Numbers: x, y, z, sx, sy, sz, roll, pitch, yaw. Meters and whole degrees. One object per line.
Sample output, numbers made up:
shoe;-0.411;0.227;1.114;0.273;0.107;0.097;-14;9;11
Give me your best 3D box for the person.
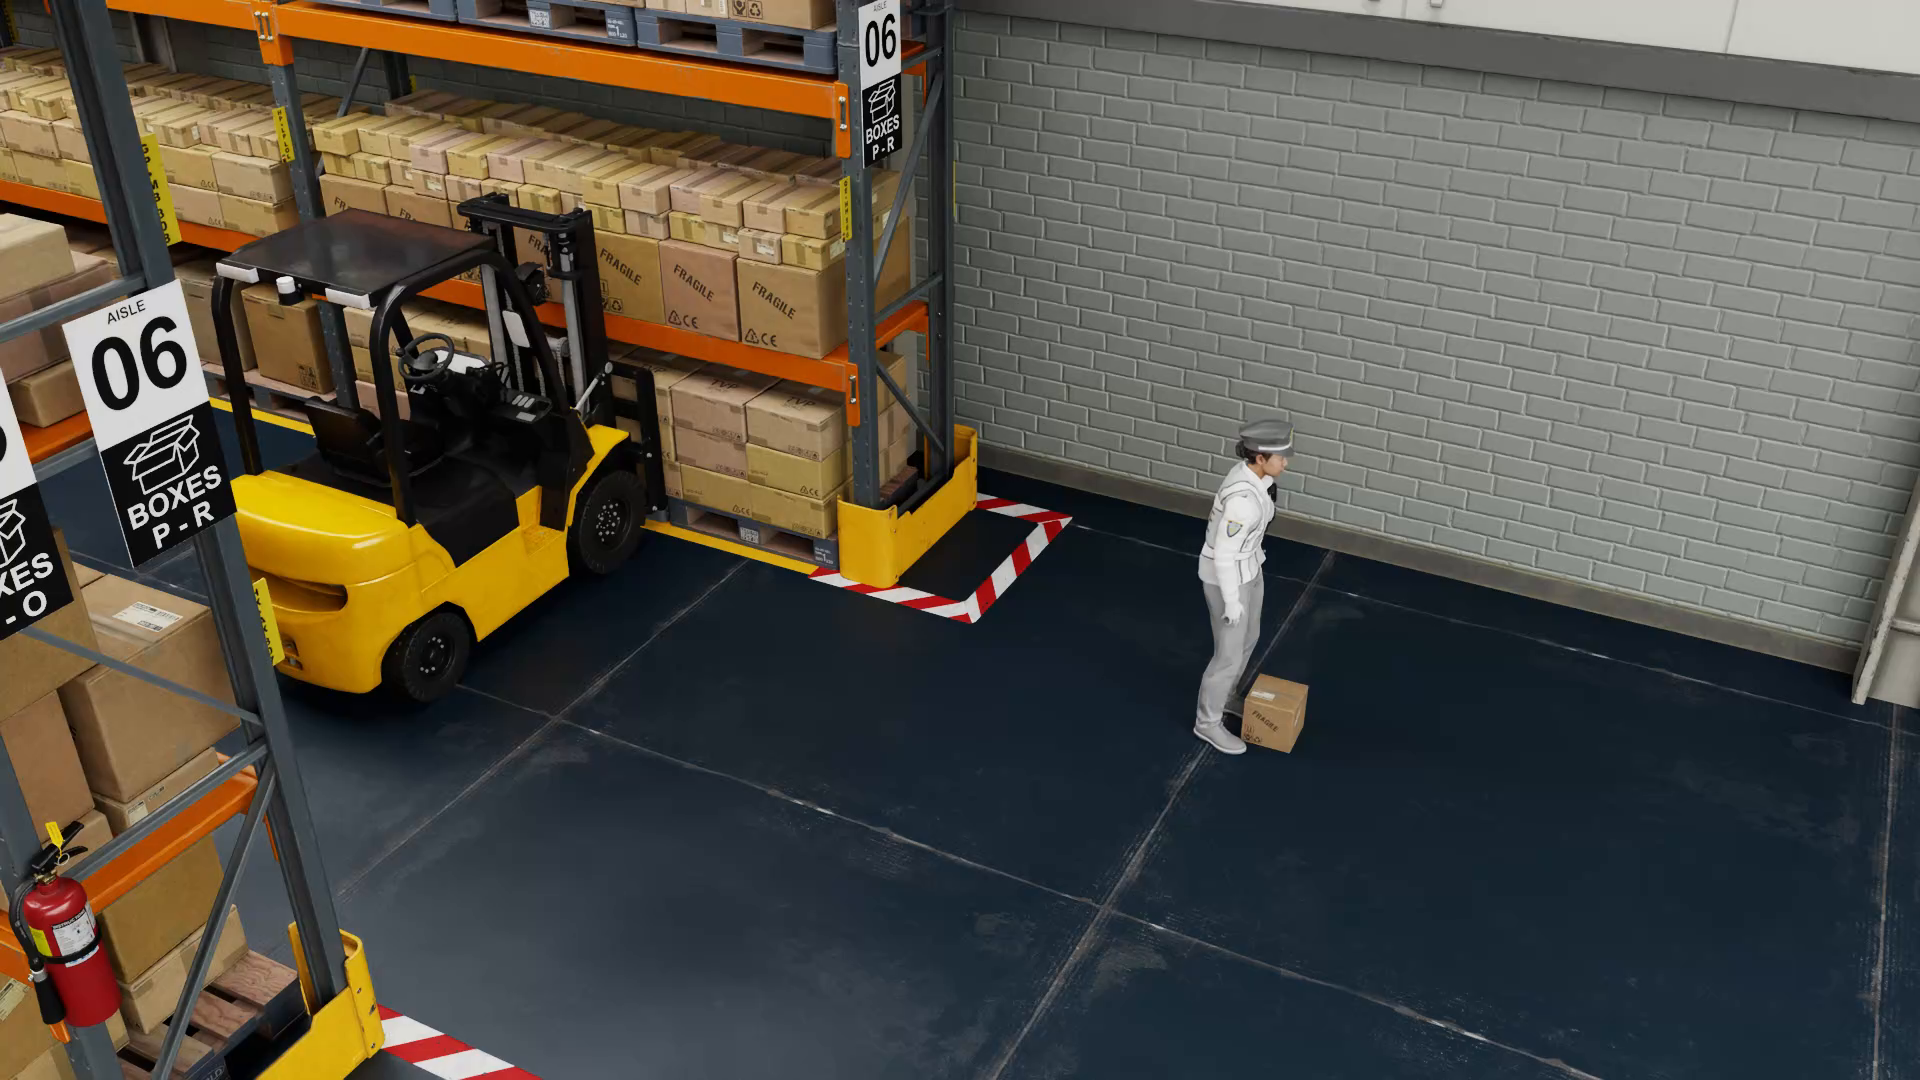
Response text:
person;1.336;0.190;7.955;0.375;1.662;0.541;12;32;20
